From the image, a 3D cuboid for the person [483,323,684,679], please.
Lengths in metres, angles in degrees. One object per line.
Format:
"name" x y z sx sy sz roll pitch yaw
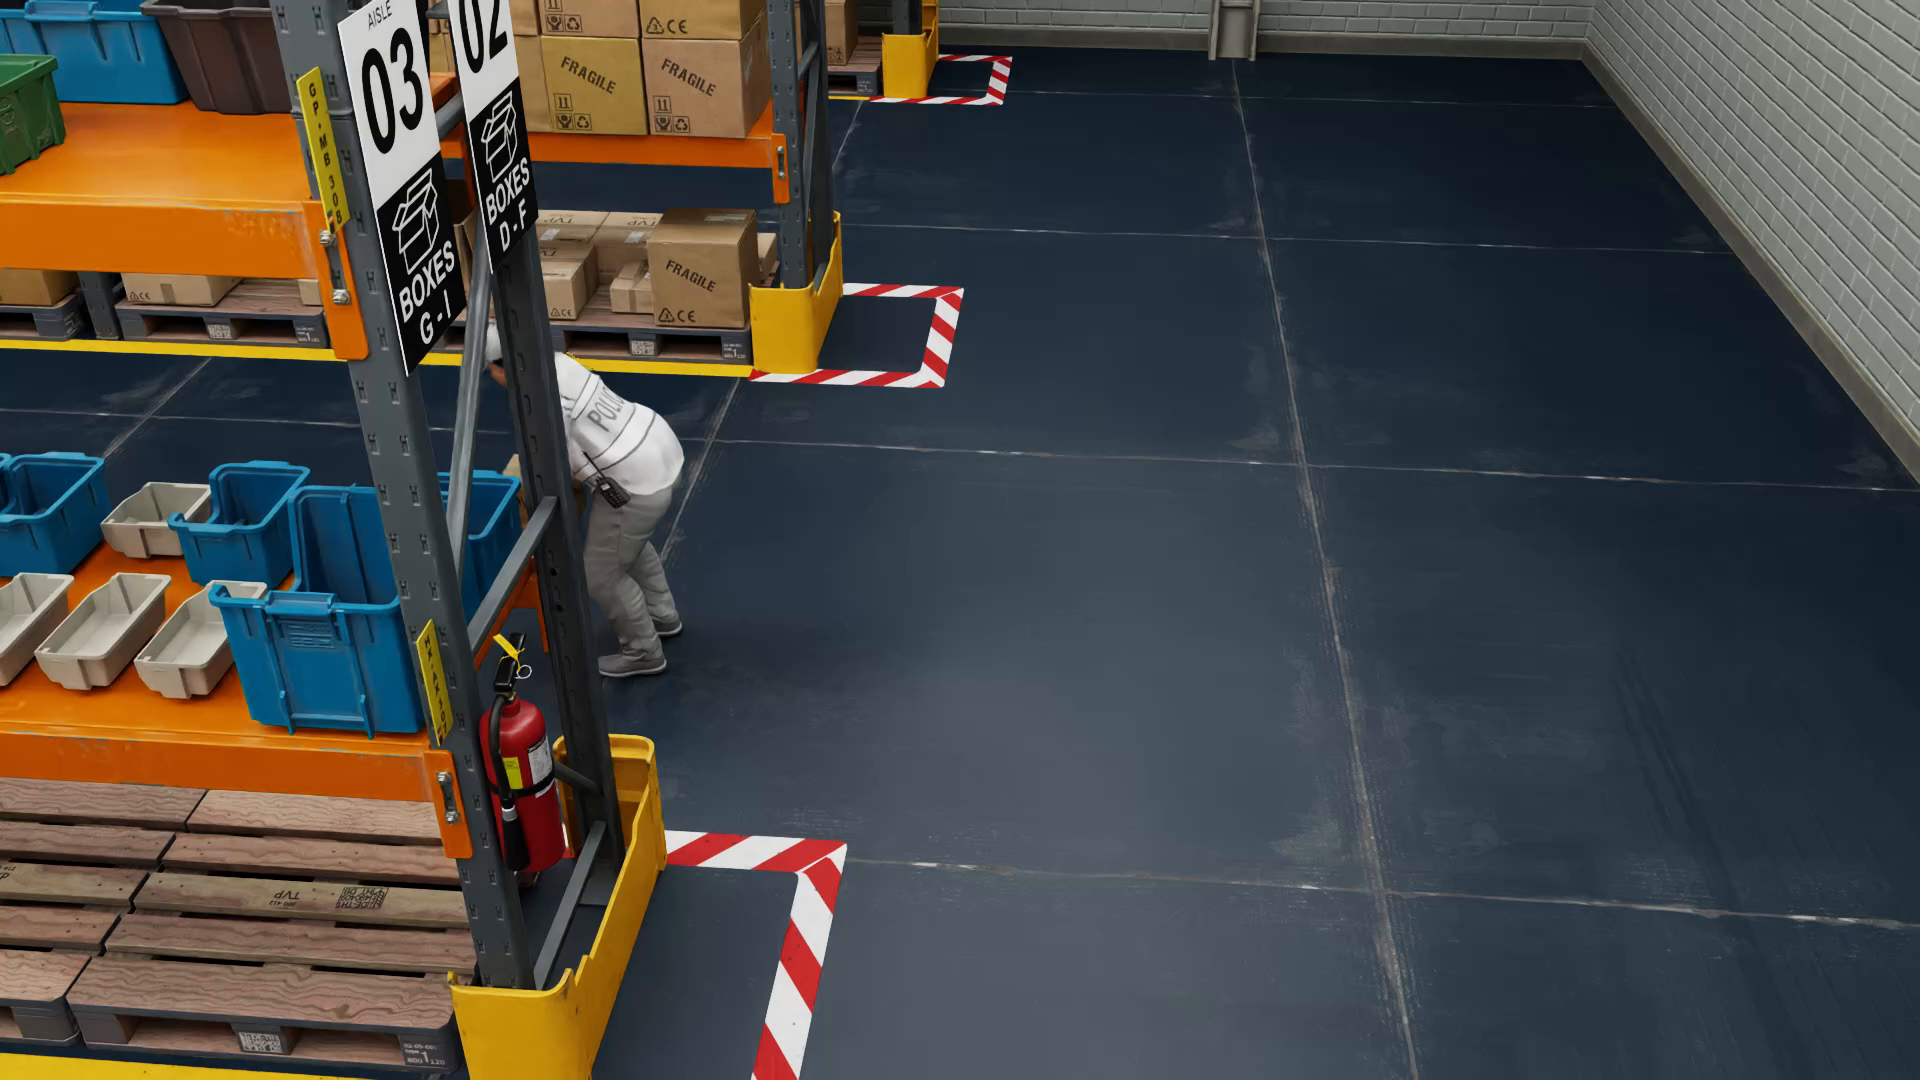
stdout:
"person" -1.474 -0.170 6.573 0.772 1.495 0.459 2 32 3
